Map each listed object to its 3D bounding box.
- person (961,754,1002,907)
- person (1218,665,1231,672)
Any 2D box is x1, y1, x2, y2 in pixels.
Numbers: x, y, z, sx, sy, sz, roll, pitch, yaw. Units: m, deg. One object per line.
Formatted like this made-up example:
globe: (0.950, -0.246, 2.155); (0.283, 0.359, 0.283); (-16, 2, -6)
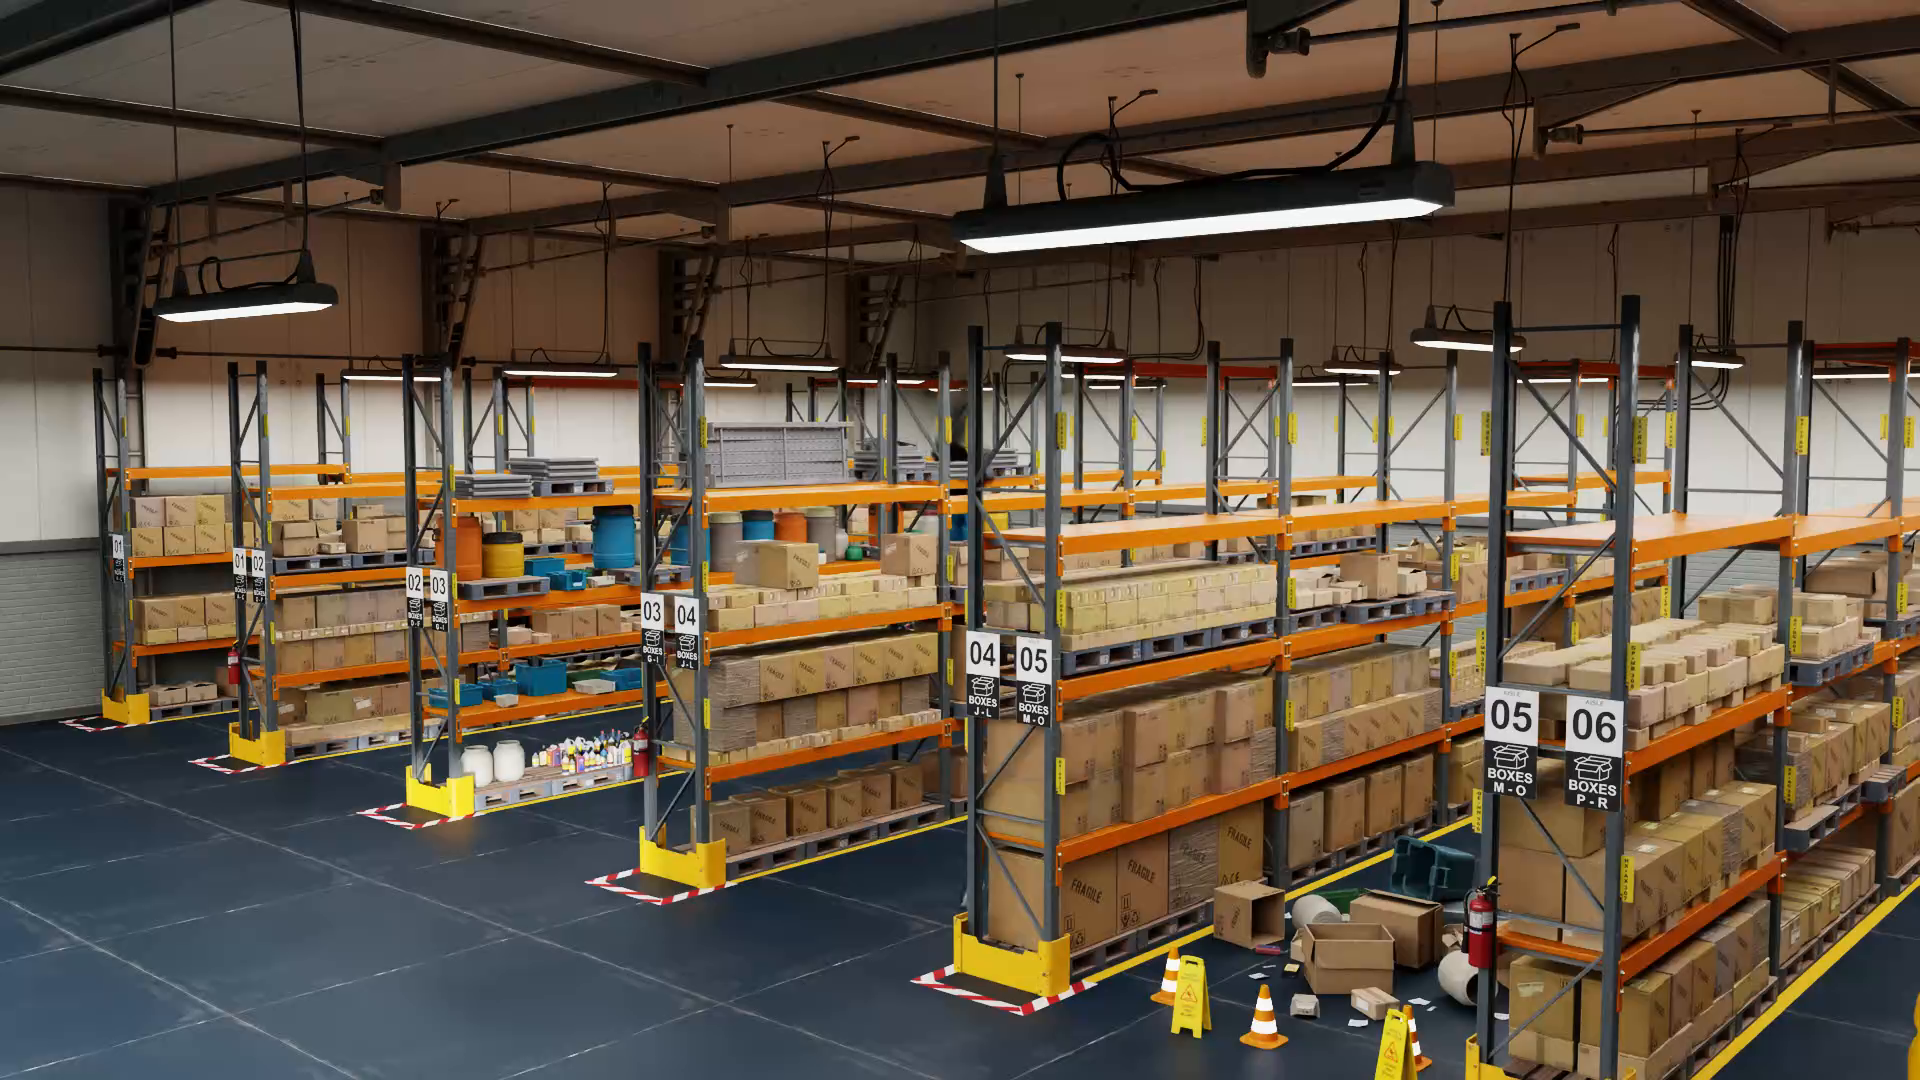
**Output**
person: (0.351, 3.075, 17.751); (0.512, 1.635, 0.773); (4, 6, 40)
person: (3.913, 2.579, 24.361); (0.599, 1.630, 0.703); (4, 6, 43)
